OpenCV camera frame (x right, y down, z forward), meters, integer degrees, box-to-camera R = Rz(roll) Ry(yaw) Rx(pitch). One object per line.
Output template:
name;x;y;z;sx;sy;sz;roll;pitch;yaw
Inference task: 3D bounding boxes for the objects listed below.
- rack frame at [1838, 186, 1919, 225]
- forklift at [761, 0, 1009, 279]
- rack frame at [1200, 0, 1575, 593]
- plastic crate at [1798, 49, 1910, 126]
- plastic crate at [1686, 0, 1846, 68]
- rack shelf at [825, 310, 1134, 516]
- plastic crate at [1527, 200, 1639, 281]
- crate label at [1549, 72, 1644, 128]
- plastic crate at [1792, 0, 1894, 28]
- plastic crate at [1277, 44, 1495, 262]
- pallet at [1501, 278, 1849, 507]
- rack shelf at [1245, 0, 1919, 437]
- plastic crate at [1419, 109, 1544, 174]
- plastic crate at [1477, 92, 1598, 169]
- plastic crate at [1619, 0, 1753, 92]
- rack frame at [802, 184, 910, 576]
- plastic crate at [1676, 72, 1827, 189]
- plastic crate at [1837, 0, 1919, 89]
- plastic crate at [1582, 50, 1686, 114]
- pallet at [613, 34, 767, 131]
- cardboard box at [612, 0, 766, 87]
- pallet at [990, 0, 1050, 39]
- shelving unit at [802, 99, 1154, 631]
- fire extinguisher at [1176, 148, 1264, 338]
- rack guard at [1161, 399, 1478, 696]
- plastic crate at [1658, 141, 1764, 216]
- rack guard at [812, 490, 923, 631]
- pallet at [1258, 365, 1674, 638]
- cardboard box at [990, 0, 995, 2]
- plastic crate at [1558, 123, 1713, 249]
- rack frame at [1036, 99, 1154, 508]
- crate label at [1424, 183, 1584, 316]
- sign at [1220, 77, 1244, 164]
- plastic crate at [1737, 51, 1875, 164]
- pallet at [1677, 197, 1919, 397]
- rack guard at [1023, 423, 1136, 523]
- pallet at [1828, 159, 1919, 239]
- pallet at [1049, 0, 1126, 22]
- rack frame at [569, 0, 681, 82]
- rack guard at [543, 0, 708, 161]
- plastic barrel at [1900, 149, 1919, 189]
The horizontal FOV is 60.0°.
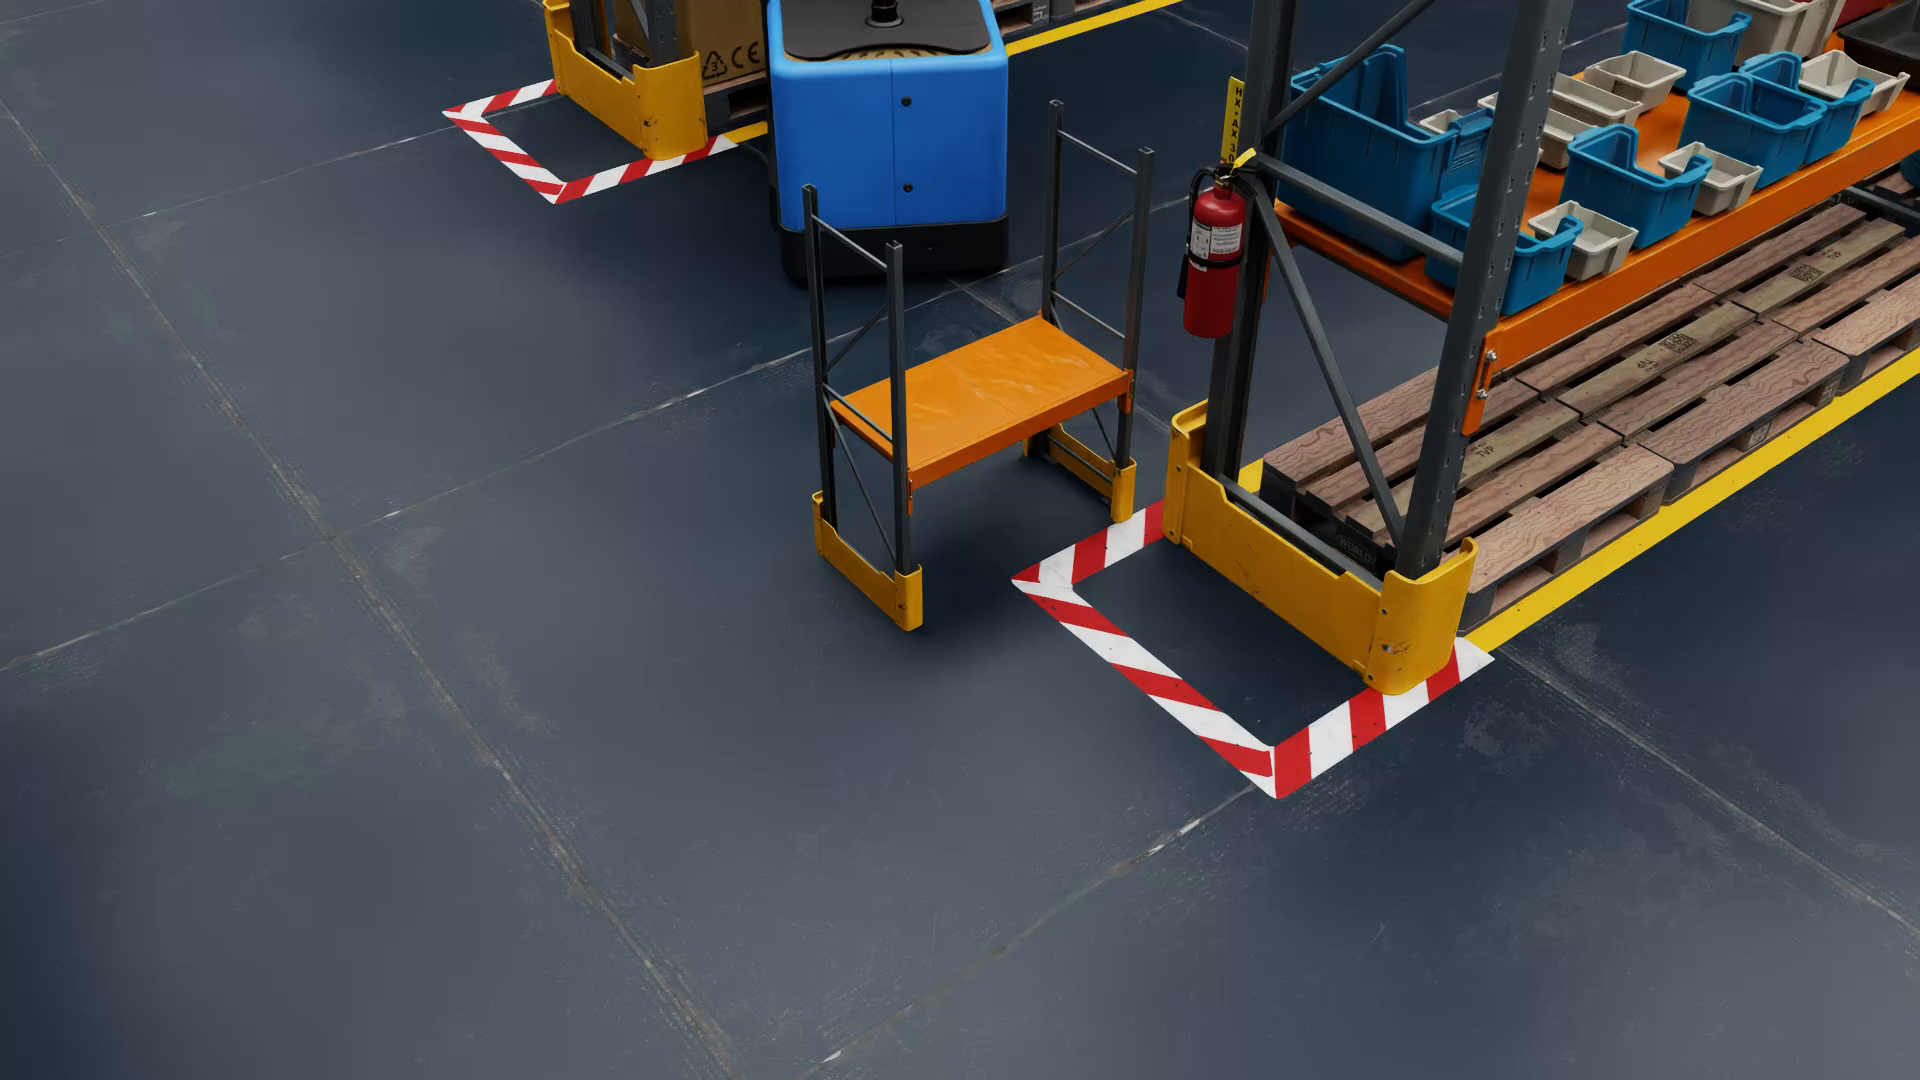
rack frame;4.411;-2.539;6.980;0.127;3.000;1.000;-26;46;-28
forklift;-0.454;-3.254;7.905;1.130;2.935;3.031;-4;40;-5
rack frame;1.239;-0.993;5.095;0.127;3.000;1.000;-26;46;-28
plastic crate;3.213;-1.636;6.040;0.466;0.136;0.293;-26;46;-28
plastic crate;3.088;-2.019;6.392;0.530;0.282;0.437;-26;46;-28
rack shelf;0.068;-0.474;5.929;1.000;0.185;0.538;-26;46;-28
plastic crate;1.940;-0.926;5.175;0.298;0.136;0.250;-26;46;-28
crate label;2.220;-1.545;5.929;0.243;0.136;0.396;-26;46;-28
plastic crate;3.550;-2.368;6.674;0.583;0.464;0.402;-26;46;-28
plastic crate;1.391;-1.253;5.337;0.499;0.435;0.616;-26;46;-28
pallet;2.883;-0.683;6.916;1.213;0.211;1.003;-26;46;-28
rack shelf;2.825;-1.488;6.266;4.000;0.370;1.077;-26;46;-28
plastic crate;1.775;-1.320;5.655;0.243;0.136;0.396;-26;46;-28
plastic crate;2.014;-1.425;5.783;0.243;0.136;0.396;-26;46;-28
plastic crate;2.711;-1.874;6.254;0.300;0.233;0.416;-26;46;-28
rack frame;-0.336;-0.416;5.575;0.032;1.500;0.500;-26;46;-28
plastic crate;2.679;-1.390;5.664;0.300;0.233;0.416;-26;46;-28
plastic crate;3.687;-1.888;6.356;0.590;0.125;0.437;-26;46;-28
plastic crate;2.443;-1.669;6.080;0.250;0.136;0.298;-26;46;-28
pallet;-1.193;-2.754;9.441;1.213;0.211;1.003;-26;46;-28
cardboard box;-1.320;-3.112;9.023;0.875;0.875;0.875;-26;46;-28
pallet;-0.226;-3.223;10.012;1.213;0.211;1.003;-26;46;-28
shelving unit;0.060;-0.609;5.810;1.083;1.500;0.587;-26;46;-28
fire extinguisher;0.843;-0.989;5.446;0.183;0.674;0.296;-26;46;-28
rack guard;1.228;-0.011;5.869;0.348;0.500;1.175;-26;46;-28
plastic crate;2.478;-1.189;5.495;0.298;0.136;0.250;-26;46;-28
rack guard;-0.334;0.066;5.972;0.087;0.250;0.587;-26;46;-28
pallet;1.917;-0.214;6.345;1.213;0.211;1.003;-26;46;-28
cardboard box;0.107;-3.808;9.871;0.875;0.875;0.875;-26;46;-28
plastic crate;2.157;-1.136;5.354;0.300;0.233;0.416;-26;46;-28
rack frame;0.471;-0.809;6.054;0.032;1.500;0.500;-26;46;-28
crate label;1.635;-0.881;5.044;0.303;0.233;0.416;-26;46;-28
sign;0.891;-1.327;5.373;0.005;0.325;0.100;-26;46;-28
plastic crate;2.917;-1.506;5.806;0.300;0.233;0.416;-26;46;-28
pallet;3.851;-1.157;7.494;1.213;0.211;1.003;-26;46;-28
rack guard;0.455;-0.319;6.441;0.087;0.250;0.587;-26;46;-28
pallet;5.048;-1.738;8.202;1.213;0.211;1.003;-26;46;-28
pallet;0.742;-3.697;10.590;1.213;0.211;1.003;-26;46;-28
rack frame;-1.779;-3.484;8.132;0.127;3.000;1.000;-26;46;-28
rack guard;-1.798;-2.508;8.913;0.348;0.500;1.175;-26;46;-28
plastic barrel;4.852;-2.092;7.758;0.708;0.901;0.600;-26;46;-28
